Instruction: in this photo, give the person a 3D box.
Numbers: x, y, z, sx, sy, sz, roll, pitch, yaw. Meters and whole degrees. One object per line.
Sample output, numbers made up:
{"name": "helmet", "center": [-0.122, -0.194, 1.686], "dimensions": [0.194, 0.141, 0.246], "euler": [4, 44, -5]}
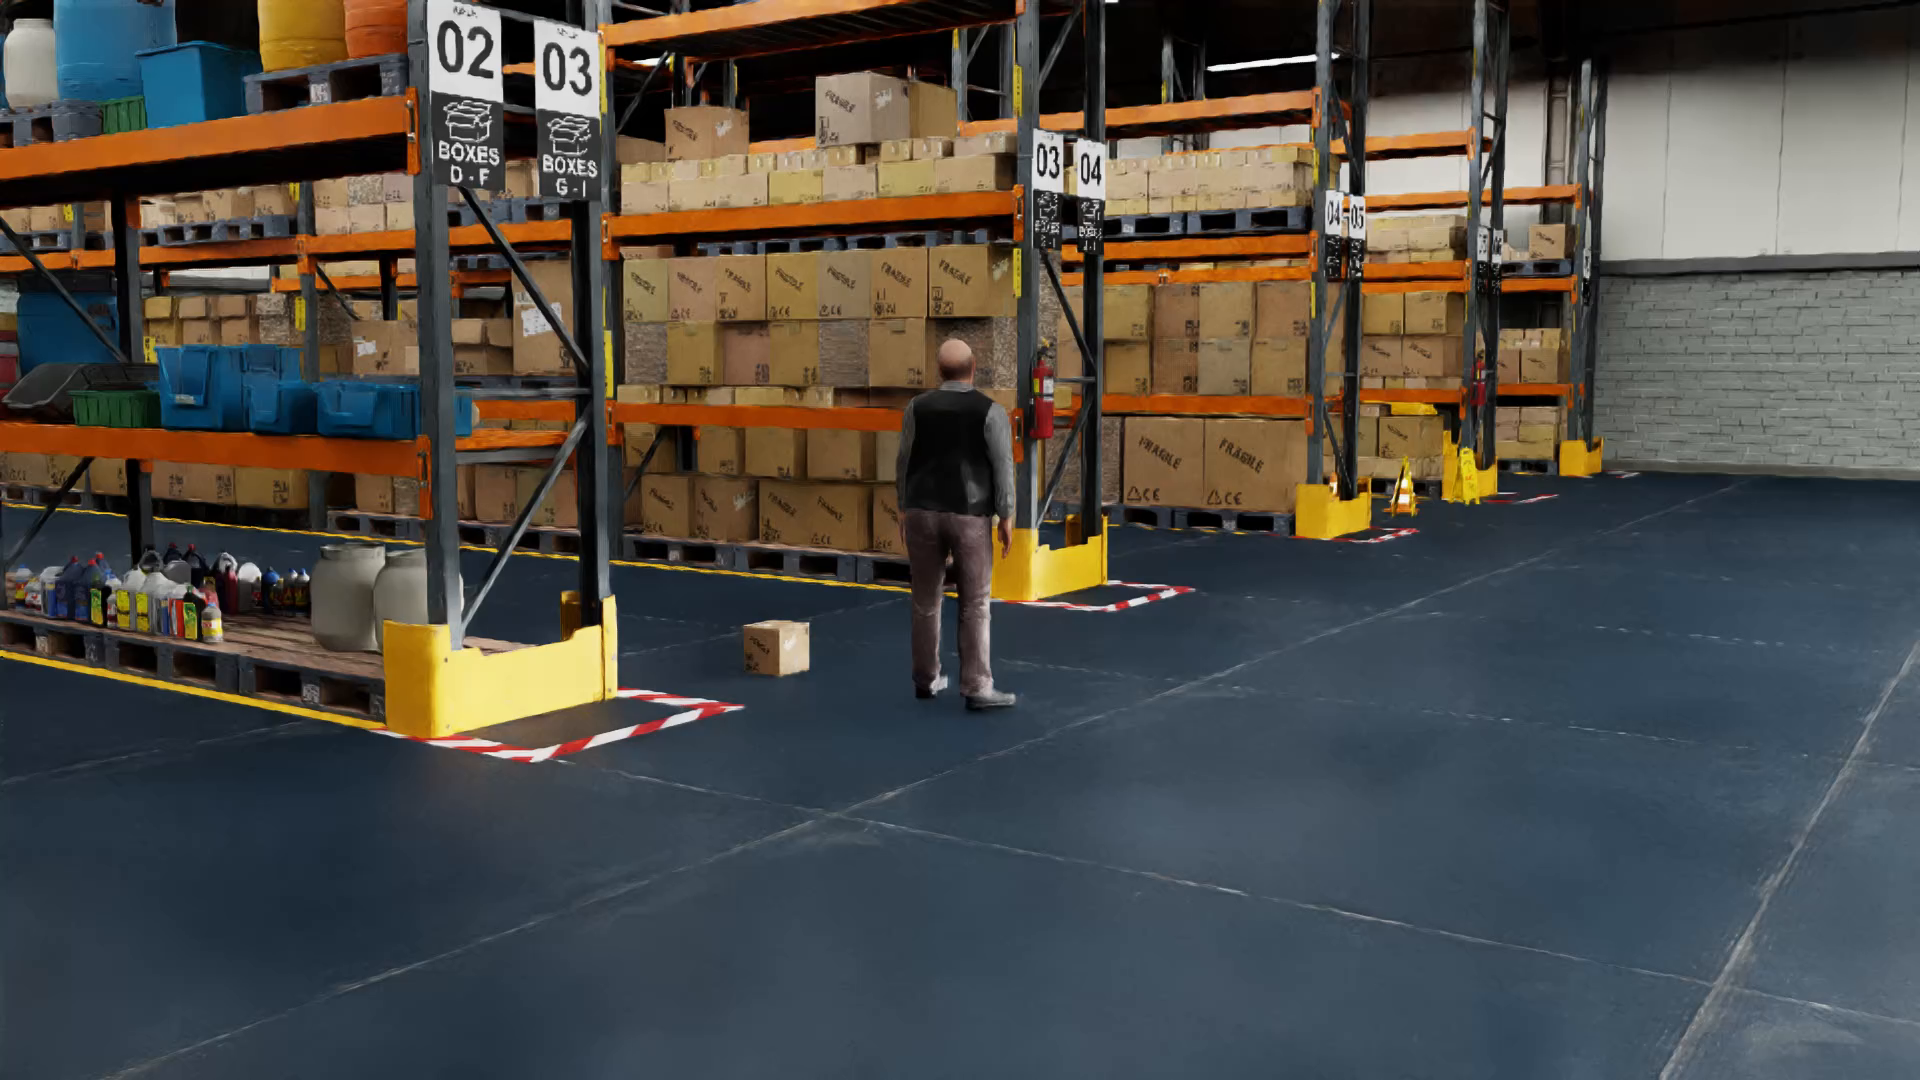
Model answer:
{"name": "person", "center": [-0.013, -0.041, 7.908], "dimensions": [0.588, 1.642, 0.470], "euler": [2, 6, 15]}
